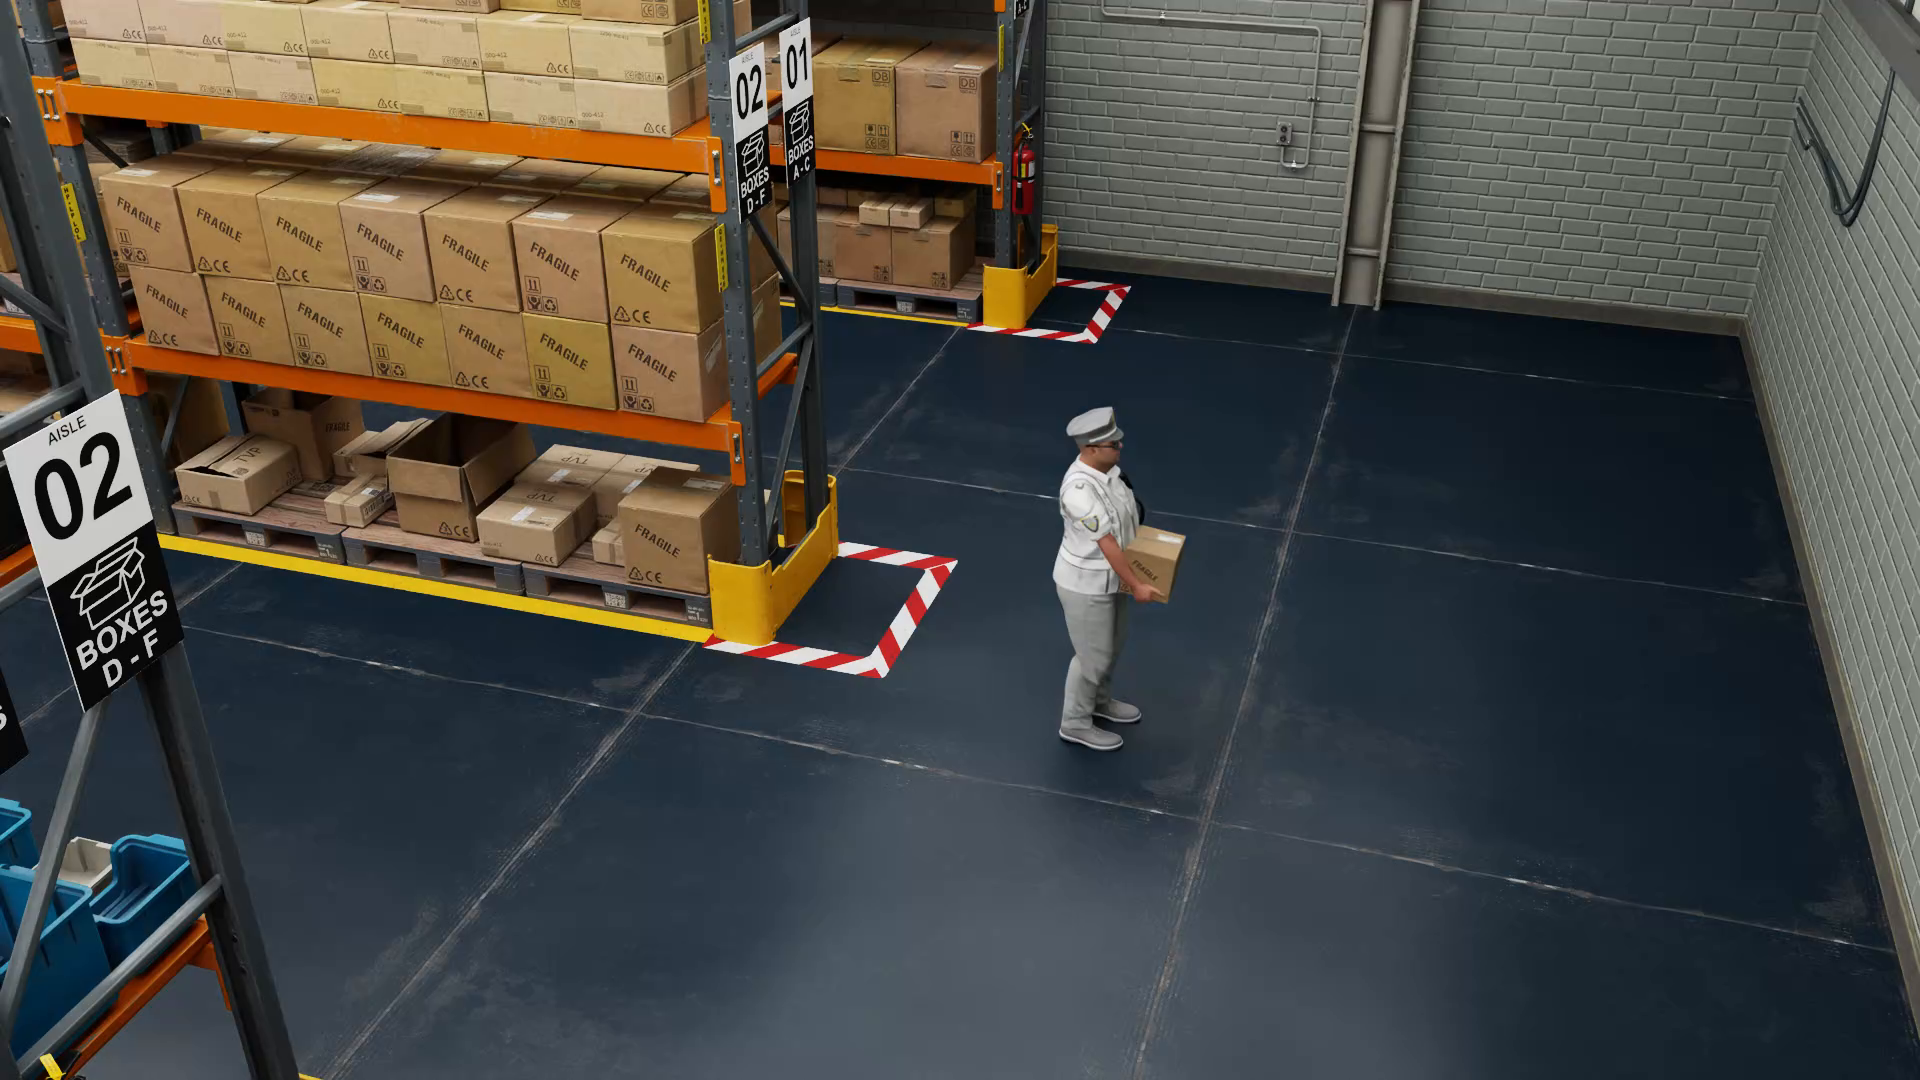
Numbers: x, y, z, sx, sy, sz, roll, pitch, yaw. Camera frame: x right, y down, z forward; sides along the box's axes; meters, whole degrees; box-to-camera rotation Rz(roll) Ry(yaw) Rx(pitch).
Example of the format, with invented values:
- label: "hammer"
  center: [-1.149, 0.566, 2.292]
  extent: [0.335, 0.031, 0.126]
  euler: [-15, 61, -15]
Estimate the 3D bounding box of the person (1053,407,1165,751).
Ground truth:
- label: "person"
  center: [0.753, 0.185, 8.153]
  extent: [0.566, 1.771, 0.490]
  euler: [9, 30, 15]
